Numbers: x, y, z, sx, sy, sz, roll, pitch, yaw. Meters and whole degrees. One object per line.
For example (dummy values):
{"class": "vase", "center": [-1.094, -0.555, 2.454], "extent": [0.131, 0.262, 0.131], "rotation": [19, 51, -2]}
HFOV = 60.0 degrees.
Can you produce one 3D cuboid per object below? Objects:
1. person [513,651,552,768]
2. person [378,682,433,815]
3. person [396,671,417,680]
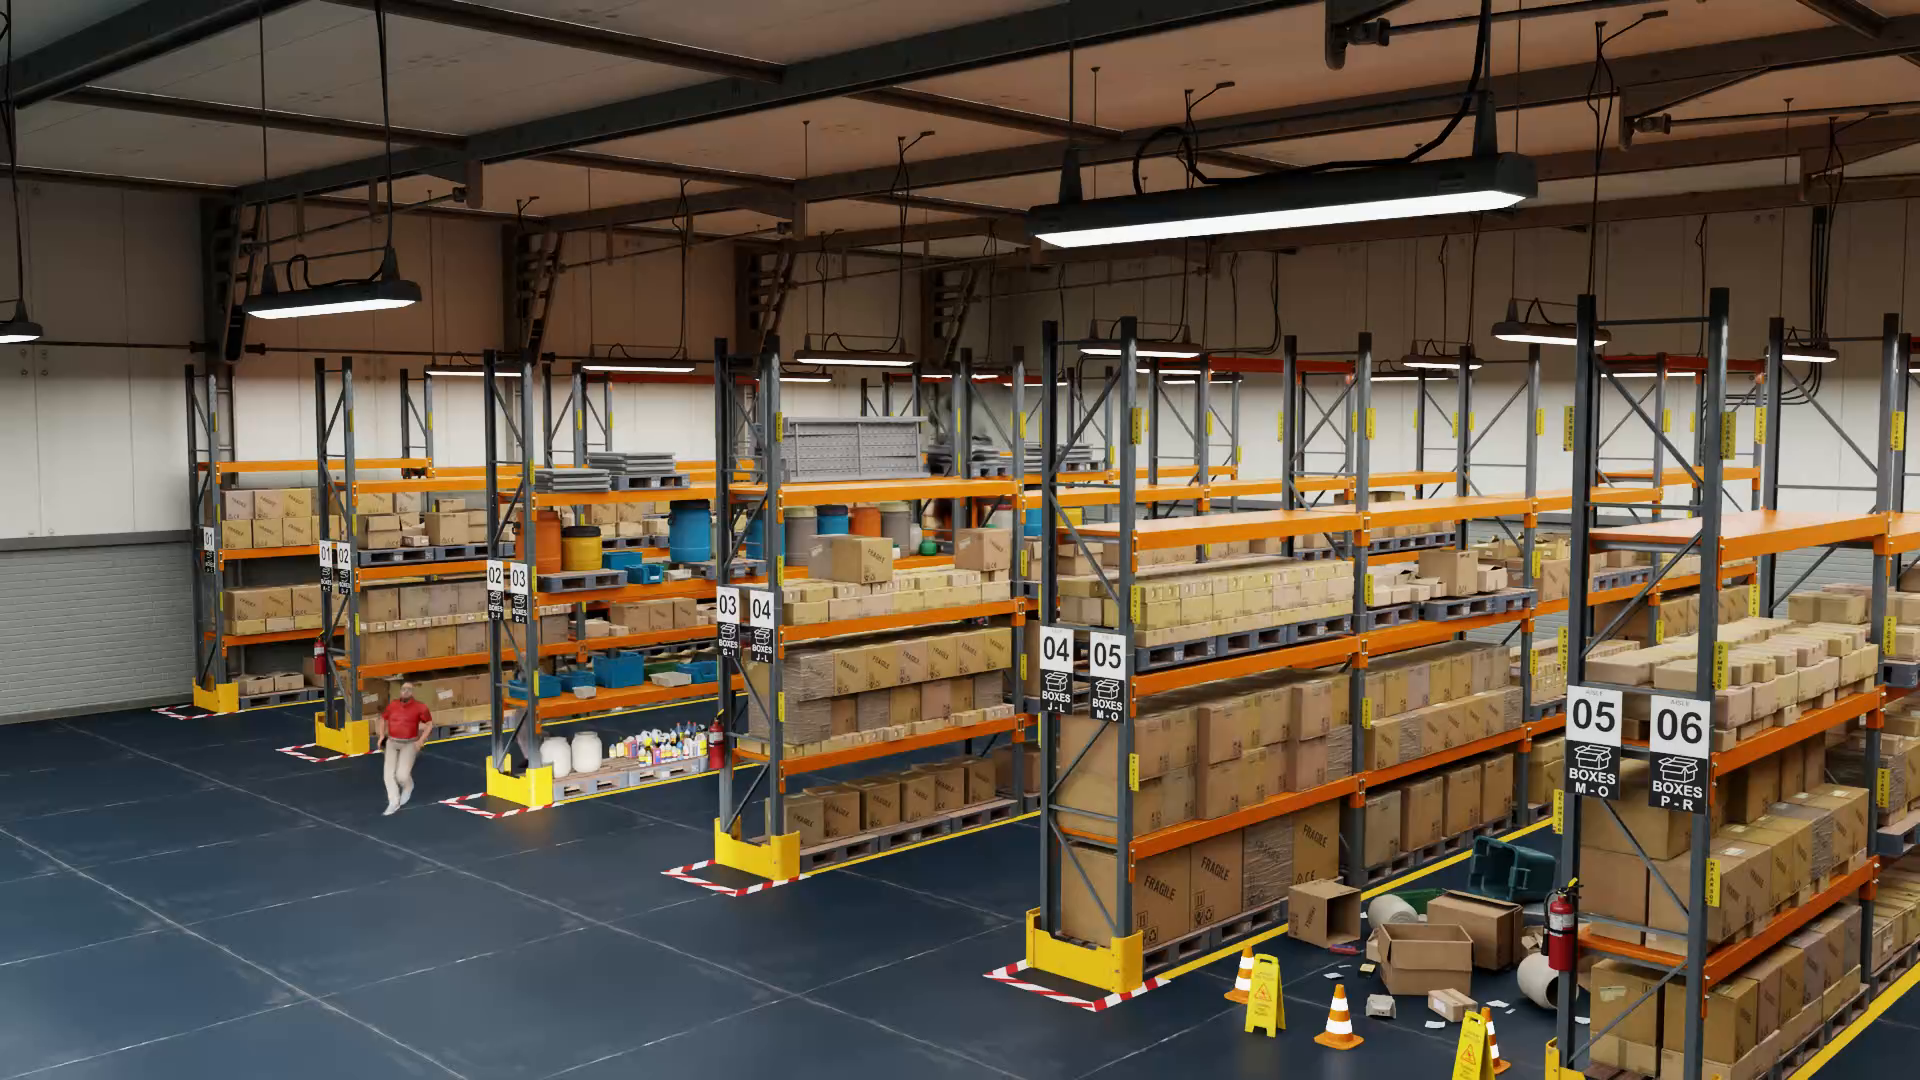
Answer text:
{"class": "person", "center": [-6.309, 2.463, 24.444], "extent": [0.680, 1.688, 0.610], "rotation": [3, 5, 34]}
{"class": "person", "center": [-7.224, 2.688, 21.583], "extent": [0.705, 1.689, 0.540], "rotation": [0, 4, 4]}
{"class": "person", "center": [-9.393, 2.117, 28.538], "extent": [0.660, 1.766, 0.662], "rotation": [3, 6, 38]}
